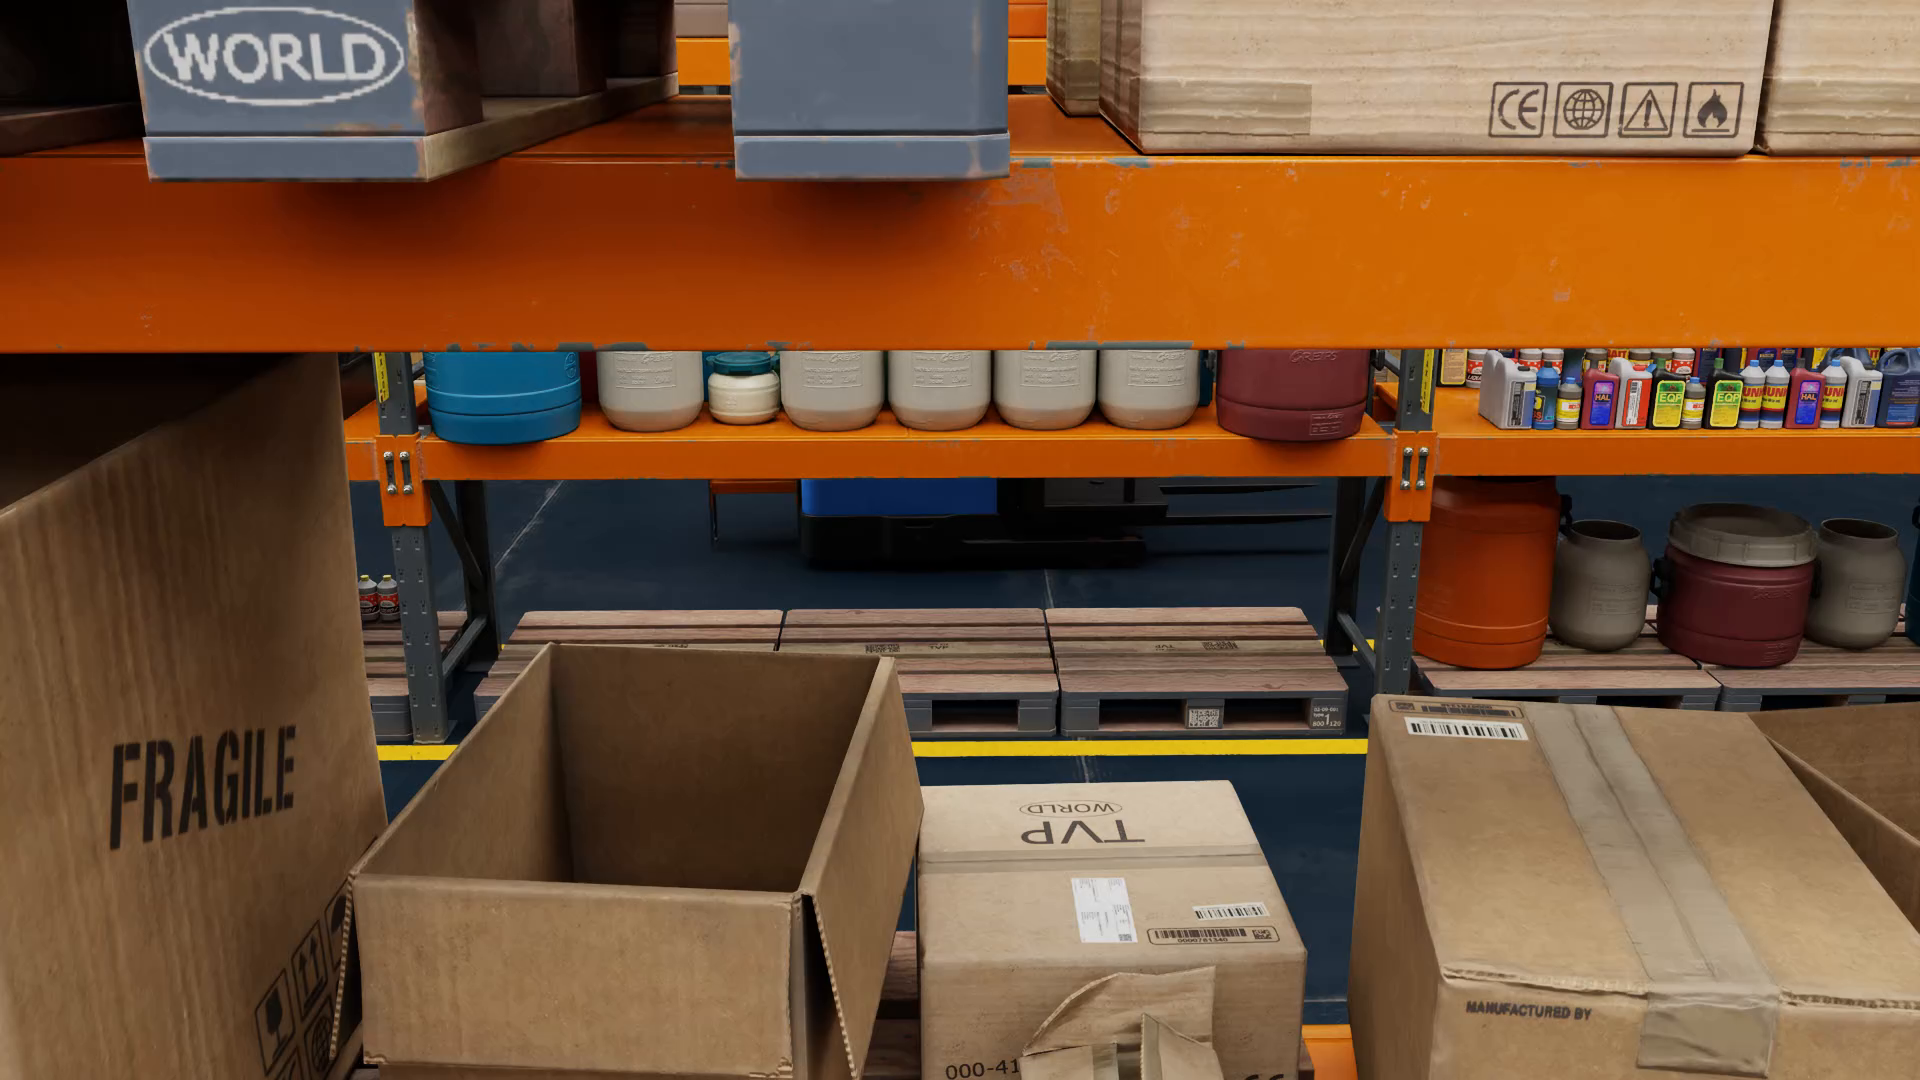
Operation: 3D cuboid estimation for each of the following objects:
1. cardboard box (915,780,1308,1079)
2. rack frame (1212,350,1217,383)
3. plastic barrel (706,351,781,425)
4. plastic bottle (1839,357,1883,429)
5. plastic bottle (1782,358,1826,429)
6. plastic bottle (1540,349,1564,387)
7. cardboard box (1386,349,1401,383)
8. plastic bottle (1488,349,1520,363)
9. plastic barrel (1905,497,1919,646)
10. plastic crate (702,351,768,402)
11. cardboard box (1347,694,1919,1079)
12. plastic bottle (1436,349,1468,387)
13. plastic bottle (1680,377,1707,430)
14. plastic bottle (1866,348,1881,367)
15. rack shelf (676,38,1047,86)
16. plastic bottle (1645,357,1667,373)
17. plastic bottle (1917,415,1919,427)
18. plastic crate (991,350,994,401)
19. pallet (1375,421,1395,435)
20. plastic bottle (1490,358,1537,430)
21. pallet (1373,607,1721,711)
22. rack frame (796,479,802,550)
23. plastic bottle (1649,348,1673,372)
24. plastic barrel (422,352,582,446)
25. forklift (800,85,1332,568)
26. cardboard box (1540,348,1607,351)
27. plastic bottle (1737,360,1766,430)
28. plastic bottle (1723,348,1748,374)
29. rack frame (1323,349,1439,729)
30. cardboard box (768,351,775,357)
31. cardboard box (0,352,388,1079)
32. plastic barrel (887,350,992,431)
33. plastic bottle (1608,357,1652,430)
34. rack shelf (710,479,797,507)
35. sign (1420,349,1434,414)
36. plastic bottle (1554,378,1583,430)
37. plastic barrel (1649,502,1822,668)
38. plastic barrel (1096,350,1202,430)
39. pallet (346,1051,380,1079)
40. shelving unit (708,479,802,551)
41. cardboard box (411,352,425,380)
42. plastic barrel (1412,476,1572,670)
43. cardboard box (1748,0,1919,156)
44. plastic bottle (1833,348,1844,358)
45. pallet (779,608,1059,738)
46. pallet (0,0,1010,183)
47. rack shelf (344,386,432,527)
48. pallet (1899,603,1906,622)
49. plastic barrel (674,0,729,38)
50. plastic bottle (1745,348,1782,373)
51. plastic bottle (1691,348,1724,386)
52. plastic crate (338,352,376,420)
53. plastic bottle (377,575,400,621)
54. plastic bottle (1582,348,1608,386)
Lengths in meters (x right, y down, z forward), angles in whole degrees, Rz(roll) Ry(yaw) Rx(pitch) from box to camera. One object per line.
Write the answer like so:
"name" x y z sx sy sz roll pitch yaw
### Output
"cardboard box" 0.189 0.574 2.406 0.500 0.250 0.500 -1 18 -2
"rack frame" 1.716 -2.261 11.686 0.127 3.000 1.000 0 18 -1
"plastic barrel" -0.884 -0.623 6.804 0.301 0.262 0.301 0 18 0
"plastic bottle" 3.615 -0.599 6.708 0.135 0.276 0.152 0 18 -1
"plastic bottle" 3.384 -0.588 6.660 0.133 0.283 0.061 0 18 -1
"plastic bottle" 2.632 -0.782 7.401 0.097 0.201 0.097 0 18 0
"cardboard box" 3.200 -1.200 11.751 0.500 0.500 0.500 -1 18 -2
"plastic bottle" 2.419 -0.826 7.403 0.133 0.283 0.061 0 18 -1
"plastic barrel" 4.537 0.032 7.283 0.708 0.901 0.600 0 18 -1
"plastic crate" -1.111 -0.822 7.225 0.575 0.384 0.392 0 18 -1
"cardboard box" 0.772 0.565 2.025 0.500 0.500 0.700 2 18 7
"plastic bottle" 2.188 -0.825 7.400 0.133 0.283 0.061 0 18 -1
"plastic bottle" 2.940 -0.552 6.683 0.097 0.201 0.097 0 18 0
"plastic bottle" 4.047 -0.823 7.412 0.097 0.271 0.097 0 18 0
"rack shelf" -0.210 -1.824 6.591 4.000 0.370 1.077 0 18 -1
"plastic bottle" 2.806 -0.603 6.728 0.097 0.271 0.097 0 18 0
"plastic bottle" 3.934 -0.590 6.668 0.133 0.283 0.061 0 18 -1
"plastic crate" 0.170 -0.864 7.227 0.583 0.464 0.402 0 18 -1
"pallet" 2.463 -0.925 12.087 1.213 0.211 1.003 0 18 -1
"plastic bottle" 2.228 -0.593 6.687 0.135 0.276 0.152 0 18 -1
"pallet" 2.578 0.563 7.447 1.213 0.211 1.003 0 18 -1
"rack frame" -0.911 -0.554 9.311 0.015 1.200 0.240 -1 18 -3
"plastic bottle" 3.118 -0.785 7.409 0.097 0.201 0.097 0 18 0
"plastic barrel" -1.818 -0.877 6.550 0.708 0.901 0.600 0 18 -1
"forklift" 0.626 -1.405 9.130 3.031 2.935 1.130 -1 18 -3
"cardboard box" 4.230 -1.208 11.773 0.500 0.500 0.500 0 18 0
"plastic bottle" 3.171 -0.587 6.676 0.097 0.271 0.097 0 18 0
"plastic bottle" 3.490 -0.851 7.369 0.185 0.351 0.144 0 18 -1
"rack frame" 1.790 -0.748 6.969 0.127 3.000 1.000 0 18 -1
"cardboard box" -1.366 -1.326 11.667 0.500 0.311 0.500 0 18 -2
"cardboard box" -1.335 0.337 1.917 1.000 1.000 1.000 0 18 0
"plastic barrel" -0.083 -0.737 6.712 0.433 0.535 0.433 0 18 0
"plastic bottle" 2.691 -0.595 6.694 0.135 0.276 0.152 0 18 -1
"rack shelf" -1.155 -0.297 9.381 0.480 0.148 0.258 -1 18 -3
"sign" 1.806 -0.658 6.421 0.005 0.325 0.100 0 18 -1
"plastic bottle" 2.442 -0.550 6.676 0.097 0.201 0.097 0 18 0
"plastic barrel" 3.408 0.187 7.314 0.708 0.588 0.600 0 18 -1
"plastic barrel" 0.765 -0.731 6.734 0.421 0.512 0.421 0 18 0
"pallet" -1.365 0.916 2.096 1.213 0.211 1.003 0 18 -1
"shelving unit" -1.155 -0.550 9.299 0.503 1.200 0.258 -1 18 -3
"cardboard box" -3.744 -1.418 11.644 0.500 0.500 0.500 0 18 -1
"plastic barrel" 2.279 0.078 7.260 0.708 0.830 0.600 0 18 -1
"cardboard box" 0.901 -0.509 1.558 0.500 0.250 0.500 0 18 -1
"plastic bottle" 3.854 -0.778 7.272 0.097 0.271 0.097 0 18 0
"pallet" -0.202 0.576 7.405 1.213 0.211 1.003 0 18 -1
"pallet" -0.475 -0.532 1.691 1.003 0.211 1.213 0 18 -1
"rack shelf" -4.209 -0.377 6.989 4.000 0.370 1.077 0 18 -1
"pallet" 5.017 0.551 7.484 1.213 0.211 1.003 0 18 -1
"plastic barrel" -1.050 -2.468 6.599 0.600 0.901 0.600 0 18 0
"plastic bottle" 3.518 -0.787 7.282 0.133 0.283 0.061 0 18 -1
"plastic bottle" 3.331 -0.830 7.417 0.133 0.283 0.061 0 18 -1
"plastic crate" -2.735 -0.736 7.032 0.504 0.338 0.767 0 18 -1
"plastic bottle" -2.636 0.262 7.681 0.097 0.201 0.097 0 18 0
"plastic bottle" 2.826 -0.783 7.404 0.097 0.201 0.097 0 18 0
